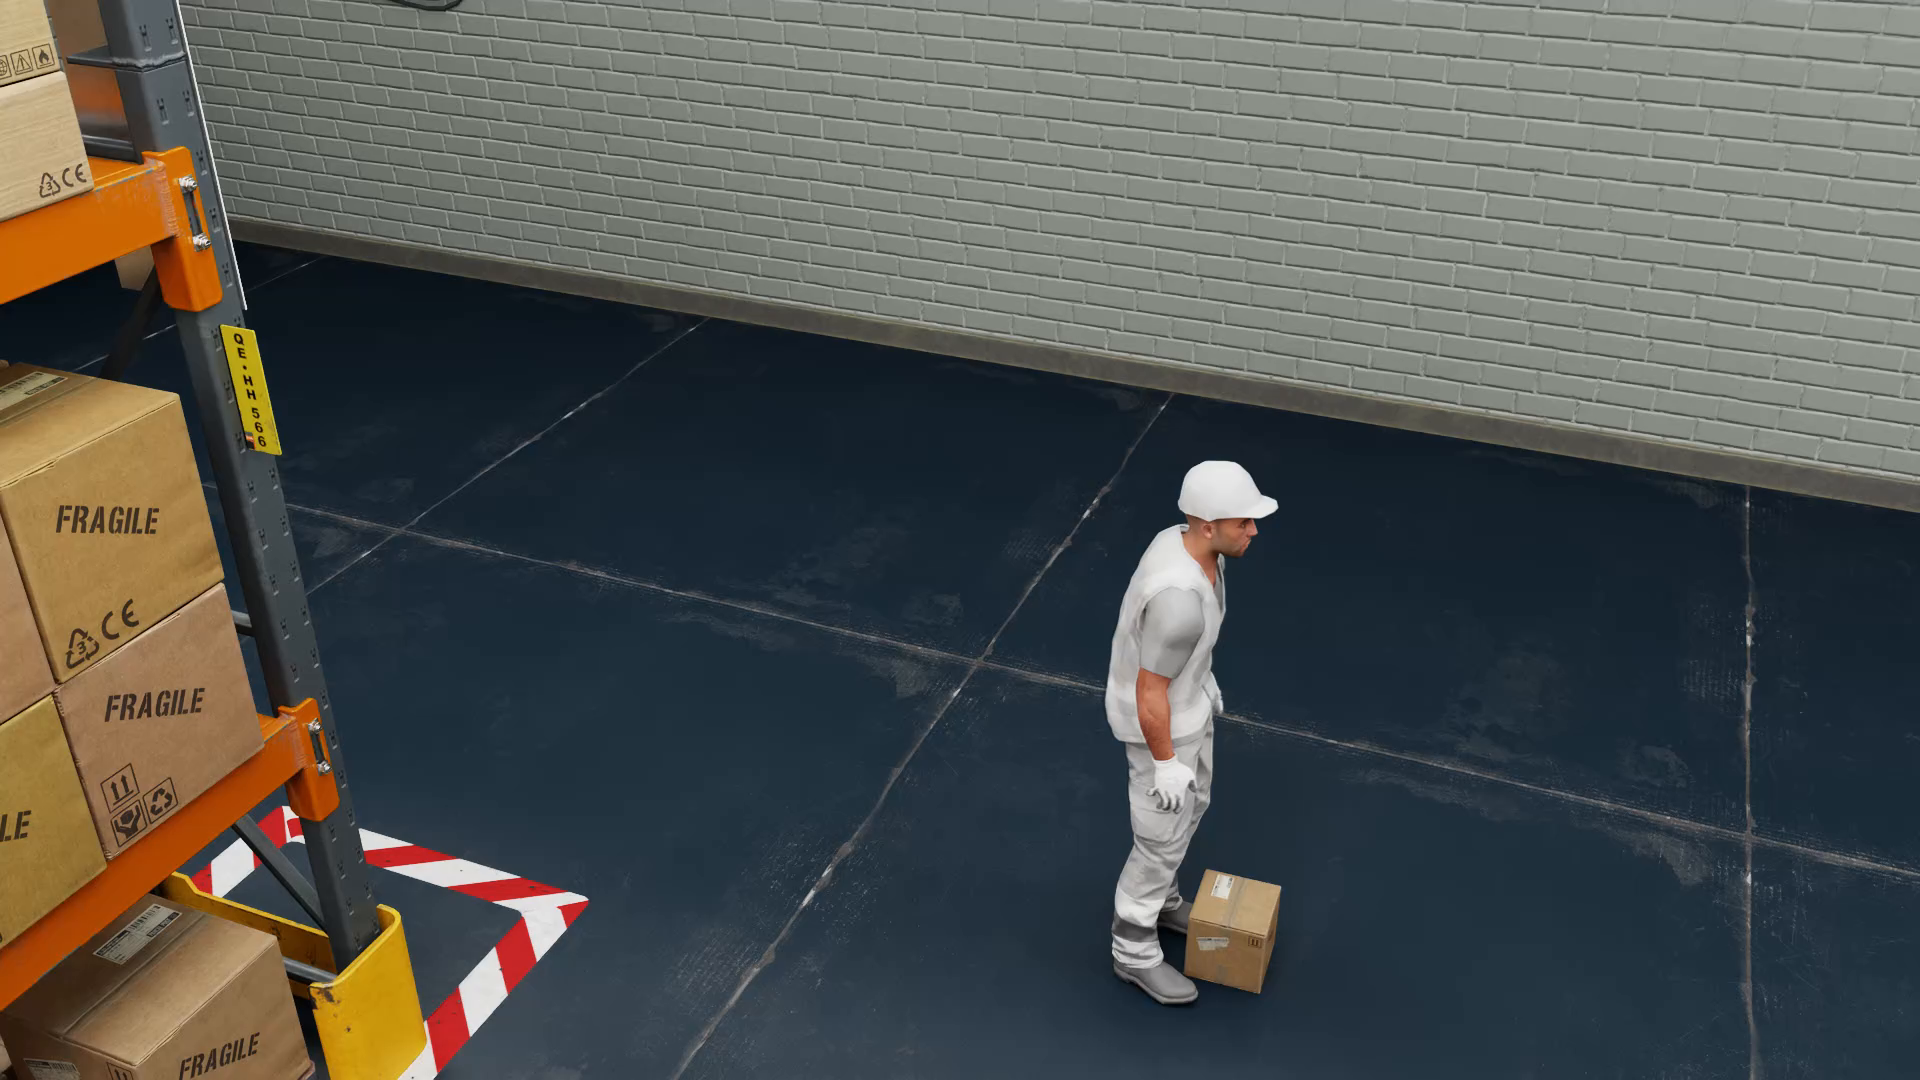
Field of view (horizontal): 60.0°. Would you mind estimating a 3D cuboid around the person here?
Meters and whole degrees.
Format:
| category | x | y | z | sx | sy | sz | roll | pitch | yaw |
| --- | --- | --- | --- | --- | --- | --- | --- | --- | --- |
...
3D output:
| category | x | y | z | sx | sy | sz | roll | pitch | yaw |
| --- | --- | --- | --- | --- | --- | --- | --- | --- | --- |
| person | 0.678 | 0.563 | 5.113 | 0.446 | 1.778 | 0.620 | 10 | 31 | 17 |
